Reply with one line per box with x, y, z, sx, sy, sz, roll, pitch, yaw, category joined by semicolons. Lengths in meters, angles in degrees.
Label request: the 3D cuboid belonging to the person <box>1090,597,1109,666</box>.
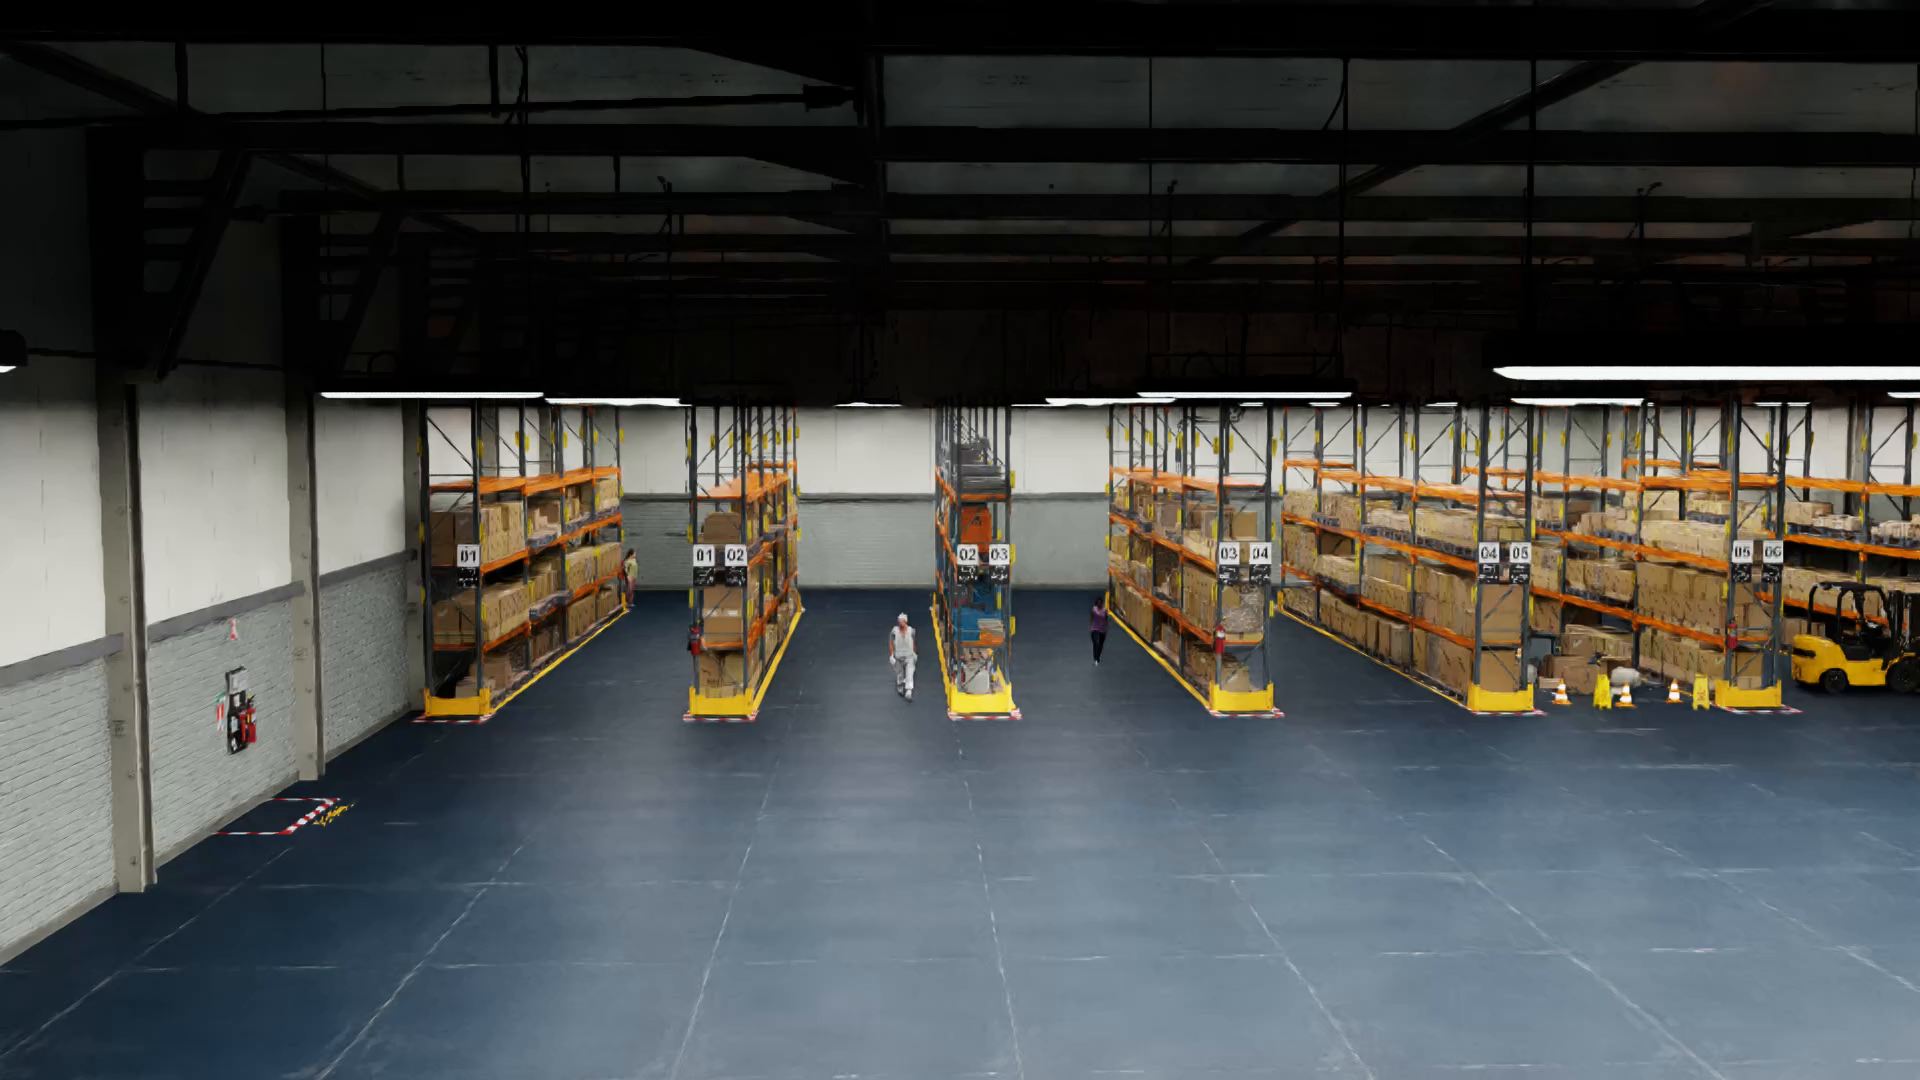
3.133;2.019;37.315;0.417;1.525;1.034;0;5;-3;person

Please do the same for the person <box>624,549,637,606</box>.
-9.619;1.089;48.186;0.437;1.667;0.627;2;5;22;person

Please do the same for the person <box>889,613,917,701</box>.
-1.123;2.276;32.774;0.553;1.709;1.123;0;4;0;person

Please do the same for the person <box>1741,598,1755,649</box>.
16.848;2.011;35.654;0.583;1.782;0.665;3;5;30;person

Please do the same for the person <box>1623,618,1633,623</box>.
17.979;1.429;44.305;0.639;1.621;0.512;0;5;-4;person
